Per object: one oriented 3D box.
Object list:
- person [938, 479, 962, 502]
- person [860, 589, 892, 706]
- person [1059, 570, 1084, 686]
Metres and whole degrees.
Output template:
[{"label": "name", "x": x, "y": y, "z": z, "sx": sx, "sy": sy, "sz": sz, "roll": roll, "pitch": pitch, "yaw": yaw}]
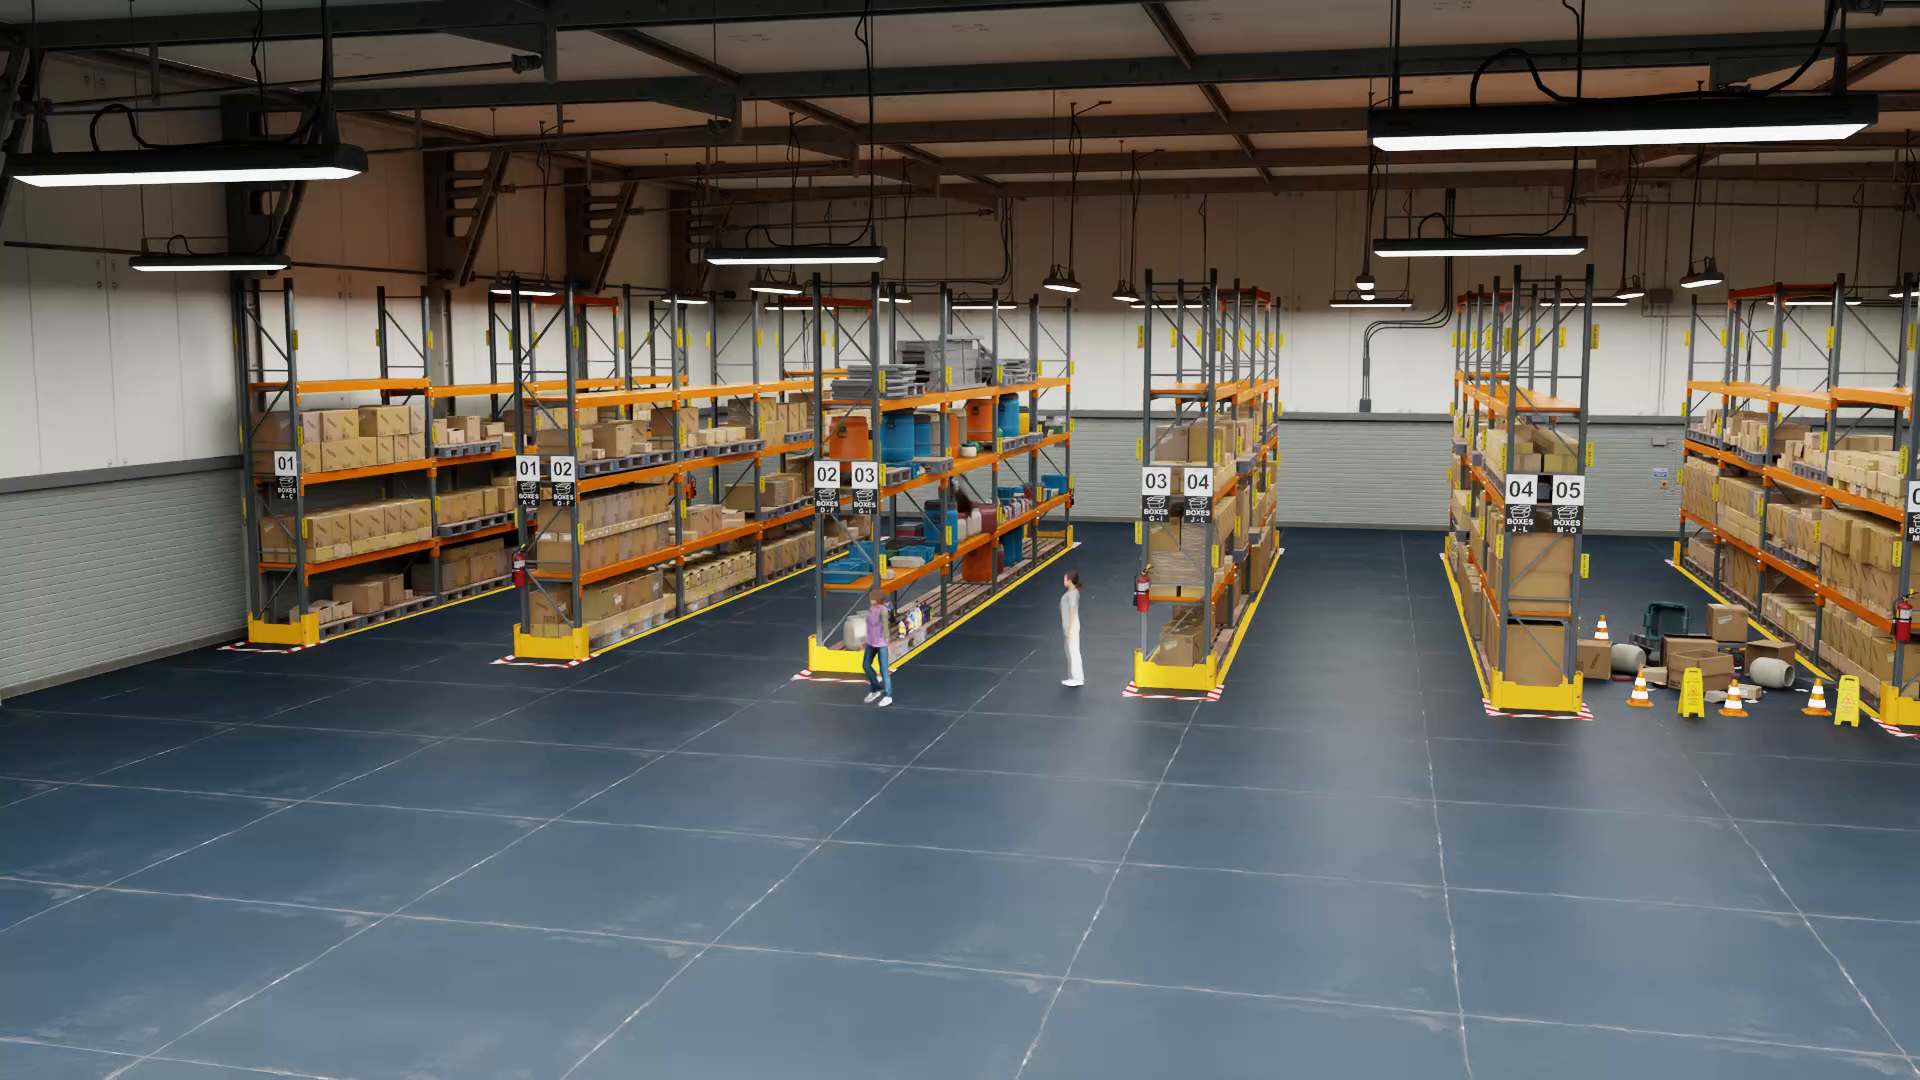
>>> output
[{"label": "person", "x": -0.279, "y": -0.979, "z": 42.778, "sx": 0.628, "sy": 1.652, "sz": 0.964, "roll": 1, "pitch": 7, "yaw": 9}, {"label": "person", "x": -1.149, "y": 1.464, "z": 22.900, "sx": 0.334, "sy": 1.596, "sz": 0.472, "roll": -5, "pitch": 9, "yaw": -36}, {"label": "person", "x": 1.622, "y": 1.294, "z": 24.149, "sx": 0.375, "sy": 1.708, "sz": 0.543, "roll": 0, "pitch": 7, "yaw": 1}]
